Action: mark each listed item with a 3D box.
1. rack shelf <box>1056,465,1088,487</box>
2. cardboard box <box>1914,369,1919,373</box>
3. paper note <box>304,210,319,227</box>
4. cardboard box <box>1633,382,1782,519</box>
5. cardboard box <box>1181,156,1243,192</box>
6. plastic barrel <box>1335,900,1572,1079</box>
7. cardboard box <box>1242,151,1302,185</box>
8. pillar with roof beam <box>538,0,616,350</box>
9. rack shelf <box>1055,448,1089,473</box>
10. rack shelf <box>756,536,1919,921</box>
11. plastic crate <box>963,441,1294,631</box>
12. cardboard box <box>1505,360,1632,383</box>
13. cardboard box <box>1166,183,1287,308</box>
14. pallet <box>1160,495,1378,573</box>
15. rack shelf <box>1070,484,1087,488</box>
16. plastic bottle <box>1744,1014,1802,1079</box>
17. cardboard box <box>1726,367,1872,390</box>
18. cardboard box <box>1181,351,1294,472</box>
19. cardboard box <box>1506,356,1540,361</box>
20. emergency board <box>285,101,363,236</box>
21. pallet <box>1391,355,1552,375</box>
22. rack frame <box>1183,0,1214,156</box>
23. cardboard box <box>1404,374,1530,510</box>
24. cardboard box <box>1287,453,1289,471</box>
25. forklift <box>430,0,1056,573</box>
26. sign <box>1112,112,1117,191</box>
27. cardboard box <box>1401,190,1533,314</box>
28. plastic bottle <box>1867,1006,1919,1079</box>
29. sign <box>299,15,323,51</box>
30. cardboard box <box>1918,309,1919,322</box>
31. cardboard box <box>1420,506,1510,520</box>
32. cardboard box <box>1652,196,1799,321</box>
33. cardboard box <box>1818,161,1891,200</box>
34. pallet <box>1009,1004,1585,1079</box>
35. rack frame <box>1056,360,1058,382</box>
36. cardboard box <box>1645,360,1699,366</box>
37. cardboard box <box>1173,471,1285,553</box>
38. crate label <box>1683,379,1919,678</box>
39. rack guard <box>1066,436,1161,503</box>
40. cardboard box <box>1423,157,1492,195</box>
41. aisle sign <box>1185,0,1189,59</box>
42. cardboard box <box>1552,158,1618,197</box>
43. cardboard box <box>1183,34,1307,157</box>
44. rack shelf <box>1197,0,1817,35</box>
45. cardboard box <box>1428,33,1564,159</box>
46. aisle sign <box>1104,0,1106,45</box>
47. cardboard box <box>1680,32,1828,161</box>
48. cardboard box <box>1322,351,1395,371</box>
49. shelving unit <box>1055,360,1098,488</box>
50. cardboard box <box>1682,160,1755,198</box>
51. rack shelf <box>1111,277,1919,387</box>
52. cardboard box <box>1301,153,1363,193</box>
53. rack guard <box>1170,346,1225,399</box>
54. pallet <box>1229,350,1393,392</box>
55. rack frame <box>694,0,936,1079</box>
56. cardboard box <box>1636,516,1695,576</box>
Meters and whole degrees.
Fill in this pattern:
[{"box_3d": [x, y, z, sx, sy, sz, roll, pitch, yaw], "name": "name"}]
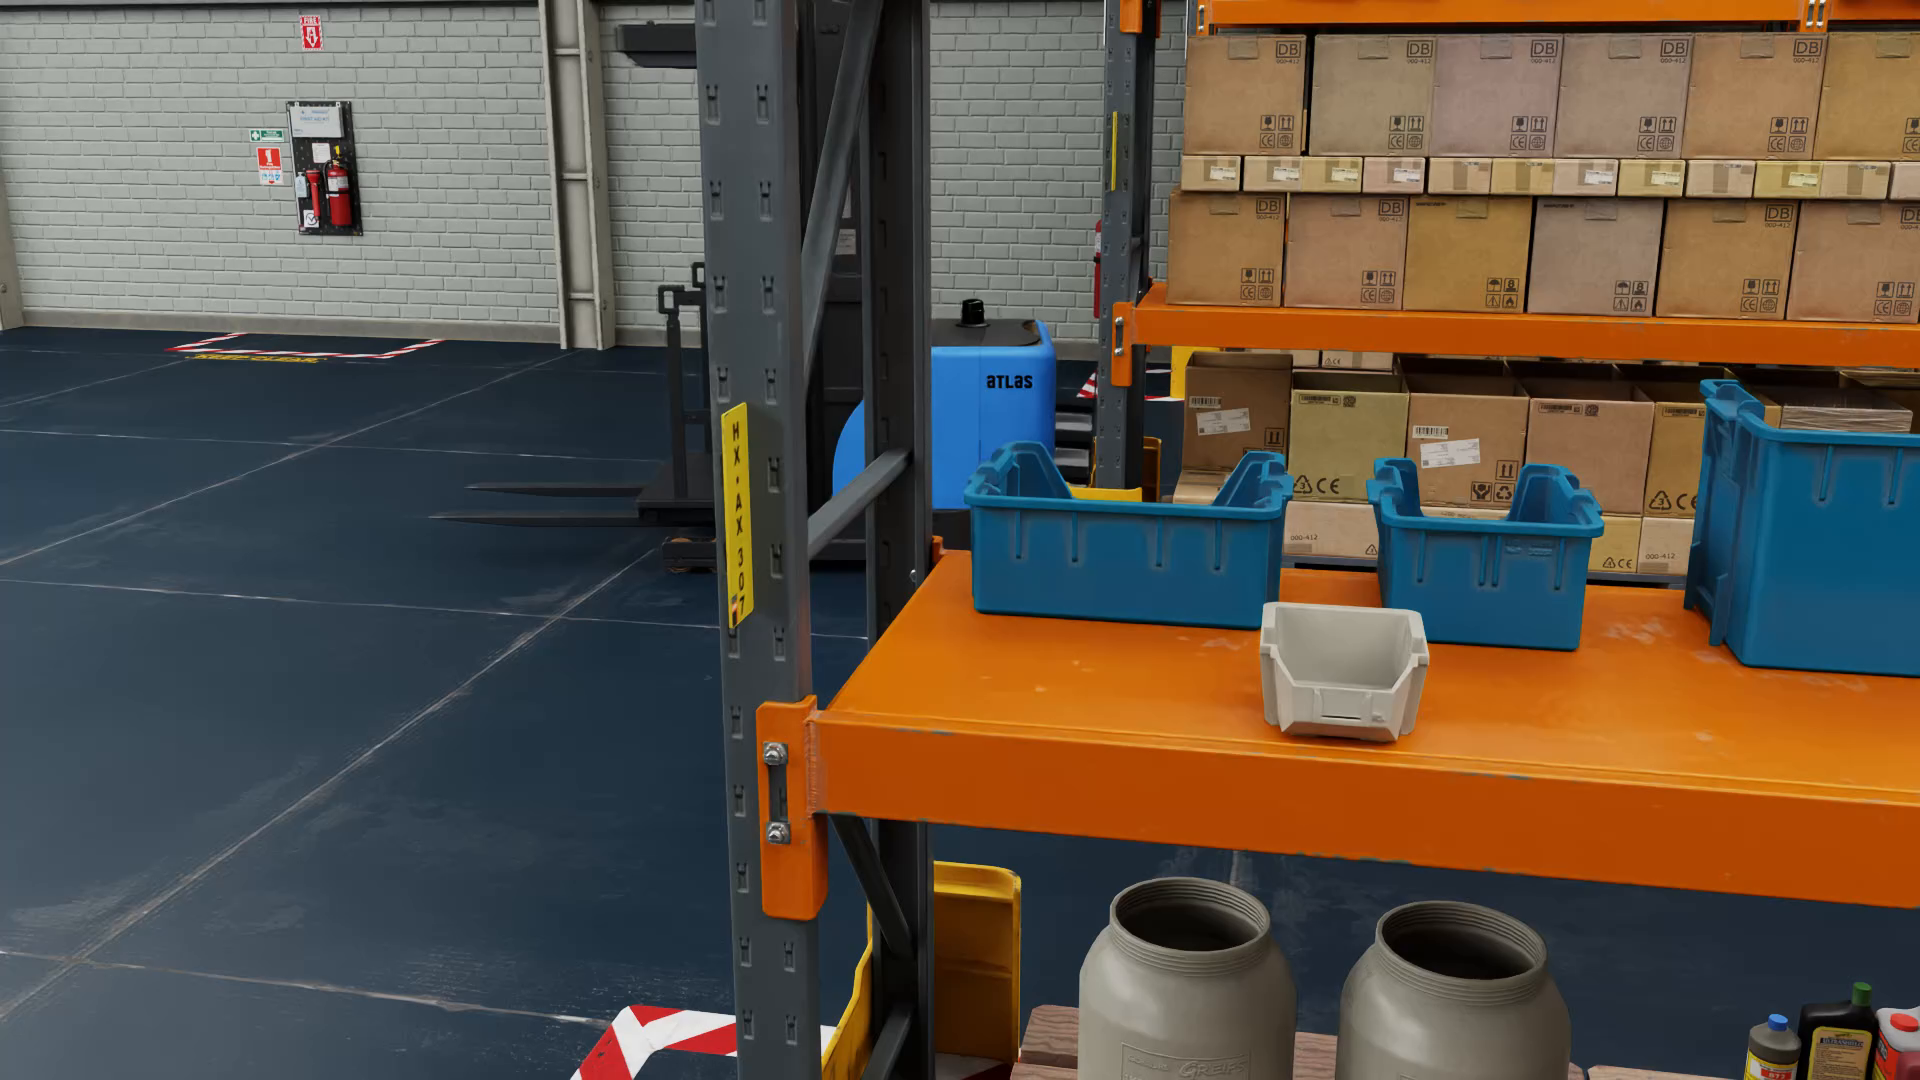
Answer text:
[{"box_3d": [0.549, -0.314, 8.396, 0.200, 0.077, 0.258, 4, 15, 5], "name": "rack shelf"}, {"box_3d": [6.917, -1.384, 11.727, 0.500, 0.500, 0.700, 3, 16, 10], "name": "cardboard box"}, {"box_3d": [-5.839, -2.891, 14.960, 0.142, 0.148, 0.016, 3, 16, 11], "name": "paper note"}, {"box_3d": [3.216, -0.391, 7.244, 0.500, 0.500, 0.500, 3, 16, 11], "name": "cardboard box"}, {"box_3d": [1.114, -1.626, 7.340, 0.250, 0.149, 0.380, 3, 16, 11], "name": "cardboard box"}, {"box_3d": [0.933, 0.992, 3.167, 0.421, 0.512, 0.421, 0, 15, 0], "name": "plastic barrel"}, {"box_3d": [1.442, -1.719, 7.676, 0.250, 0.149, 0.380, 4, 16, 12], "name": "cardboard box"}, {"box_3d": [-4.123, -4.912, 9.366, 0.400, 9.000, 9.100, 3, 16, 11], "name": "pillar with roof beam"}, {"box_3d": [0.553, -0.401, 8.373, 0.200, 0.077, 0.258, 4, 15, 5], "name": "rack shelf"}, {"box_3d": [1.742, 0.406, 2.754, 4.000, 0.370, 1.077, 3, 16, 11], "name": "rack shelf"}, {"box_3d": [0.332, -0.027, 3.248, 0.616, 0.251, 0.499, 3, 16, 11], "name": "plastic crate"}, {"box_3d": [2.830, -0.554, 7.832, 0.500, 0.500, 0.500, 3, 16, 11], "name": "cardboard box"}, {"box_3d": [1.228, -1.362, 7.604, 0.500, 0.500, 0.700, 3, 16, 11], "name": "cardboard box"}, {"box_3d": [1.530, 0.031, 7.984, 1.213, 0.211, 1.003, 3, 16, 11], "name": "pallet"}, {"box_3d": [0.544, -0.227, 8.420, 0.200, 0.077, 0.258, 4, 15, 5], "name": "rack shelf"}, {"box_3d": [1.669, 1.073, 3.418, 0.097, 0.201, 0.097, 0, 15, 0], "name": "plastic bottle"}, {"box_3d": [3.809, -0.499, 7.635, 0.500, 0.500, 0.500, 3, 16, 11], "name": "cardboard box"}, {"box_3d": [1.358, -0.630, 8.108, 0.500, 0.500, 0.500, 3, 16, 11], "name": "cardboard box"}, {"box_3d": [4.113, -1.354, 12.277, 0.250, 0.149, 0.380, 2, 16, 7], "name": "cardboard box"}, {"box_3d": [-5.679, -3.288, 14.743, 0.643, 1.169, 0.194, 3, 16, 11], "name": "emergency board"}, {"box_3d": [3.812, -1.173, 12.330, 1.213, 0.211, 1.003, 3, 16, 11], "name": "pallet"}, {"box_3d": [1.756, -2.638, 12.398, 0.127, 3.000, 1.000, 3, 16, 11], "name": "rack frame"}, {"box_3d": [2.237, -0.445, 7.439, 0.500, 0.500, 0.500, 3, 16, 11], "name": "cardboard box"}, {"box_3d": [1.850, -0.245, 8.121, 0.500, 0.250, 0.500, 3, 16, 11], "name": "cardboard box"}, {"box_3d": [-1.053, -1.396, 8.041, 3.031, 2.935, 1.130, 0, 15, 0], "name": "forklift"}, {"box_3d": [0.656, -1.653, 7.070, 0.005, 0.325, 0.100, 3, 16, 11], "name": "sign"}, {"box_3d": [2.229, -1.308, 7.407, 0.500, 0.500, 0.700, 3, 16, 11], "name": "cardboard box"}, {"box_3d": [1.911, 1.057, 3.334, 0.135, 0.276, 0.152, 3, 16, 12], "name": "plastic bottle"}, {"box_3d": [-5.667, -4.432, 14.529, 0.199, 0.298, 0.001, 3, 16, 11], "name": "sign"}, {"box_3d": [4.256, -1.200, 7.017, 0.500, 0.500, 0.700, 3, 16, 10], "name": "cardboard box"}, {"box_3d": [2.235, -0.080, 7.528, 0.500, 0.250, 0.500, 3, 16, 11], "name": "cardboard box"}, {"box_3d": [3.247, -1.254, 7.212, 0.500, 0.500, 0.700, 3, 16, 12], "name": "cardboard box"}, {"box_3d": [3.627, -1.489, 6.847, 0.250, 0.149, 0.380, 3, 16, 11], "name": "cardboard box"}, {"box_3d": [0.661, 1.333, 3.283, 1.213, 0.211, 1.003, 3, 16, 11], "name": "pallet"}, {"box_3d": [0.454, -0.441, 8.373, 0.006, 0.900, 0.240, 4, 15, 5], "name": "rack frame"}, {"box_3d": [5.146, -1.293, 12.023, 0.250, 0.166, 0.380, 1, 16, 4], "name": "cardboard box"}, {"box_3d": [1.254, -0.133, 7.717, 0.500, 0.250, 0.500, 3, 16, 11], "name": "cardboard box"}, {"box_3d": [1.640, -0.037, 2.939, 0.616, 0.435, 0.502, 3, 16, 11], "name": "crate label"}, {"box_3d": [0.749, -0.139, 8.057, 0.348, 0.500, 1.175, 3, 16, 11], "name": "rack guard"}, {"box_3d": [2.126, -1.571, 7.143, 0.250, 0.149, 0.380, 3, 16, 9], "name": "cardboard box"}, {"box_3d": [1.626, -3.817, 11.781, 0.004, 0.787, 0.394, 3, 16, 11], "name": "aisle sign"}, {"box_3d": [2.620, -1.544, 7.044, 0.250, 0.149, 0.380, 3, 16, 12], "name": "cardboard box"}, {"box_3d": [1.280, -1.985, 7.420, 0.500, 0.500, 0.700, 3, 16, 11], "name": "cardboard box"}, {"box_3d": [3.716, -3.631, 11.709, 4.000, 0.370, 1.077, 3, 16, 11], "name": "rack shelf"}, {"box_3d": [2.290, -1.932, 7.228, 0.500, 0.500, 0.700, 3, 16, 11], "name": "cardboard box"}, {"box_3d": [0.647, -2.518, 7.095, 0.004, 0.787, 0.394, 3, 16, 11], "name": "aisle sign"}, {"box_3d": [3.270, -1.878, 7.036, 0.500, 0.500, 0.700, 3, 16, 11], "name": "cardboard box"}, {"box_3d": [2.975, -1.464, 12.371, 0.500, 0.311, 0.500, 4, 16, 16], "name": "cardboard box"}, {"box_3d": [0.555, -0.433, 8.364, 0.210, 0.900, 0.258, 4, 15, 5], "name": "shelving unit"}, {"box_3d": [3.139, -1.517, 6.946, 0.250, 0.149, 0.380, 4, 16, 13], "name": "cardboard box"}, {"box_3d": [2.733, -0.889, 7.431, 4.000, 0.370, 1.077, 3, 16, 11], "name": "rack shelf"}, {"box_3d": [1.618, -1.599, 7.243, 0.250, 0.149, 0.380, 3, 16, 11], "name": "cardboard box"}, {"box_3d": [1.831, -1.430, 12.717, 0.348, 0.500, 1.175, 3, 16, 11], "name": "rack guard"}, {"box_3d": [2.620, -1.238, 12.566, 1.213, 0.211, 1.003, 3, 16, 11], "name": "pallet"}, {"box_3d": [-0.218, -0.047, 3.042, 0.127, 3.000, 1.000, 3, 16, 11], "name": "rack frame"}, {"box_3d": [3.214, -0.026, 7.332, 0.500, 0.250, 0.500, 3, 16, 11], "name": "cardboard box"}]
